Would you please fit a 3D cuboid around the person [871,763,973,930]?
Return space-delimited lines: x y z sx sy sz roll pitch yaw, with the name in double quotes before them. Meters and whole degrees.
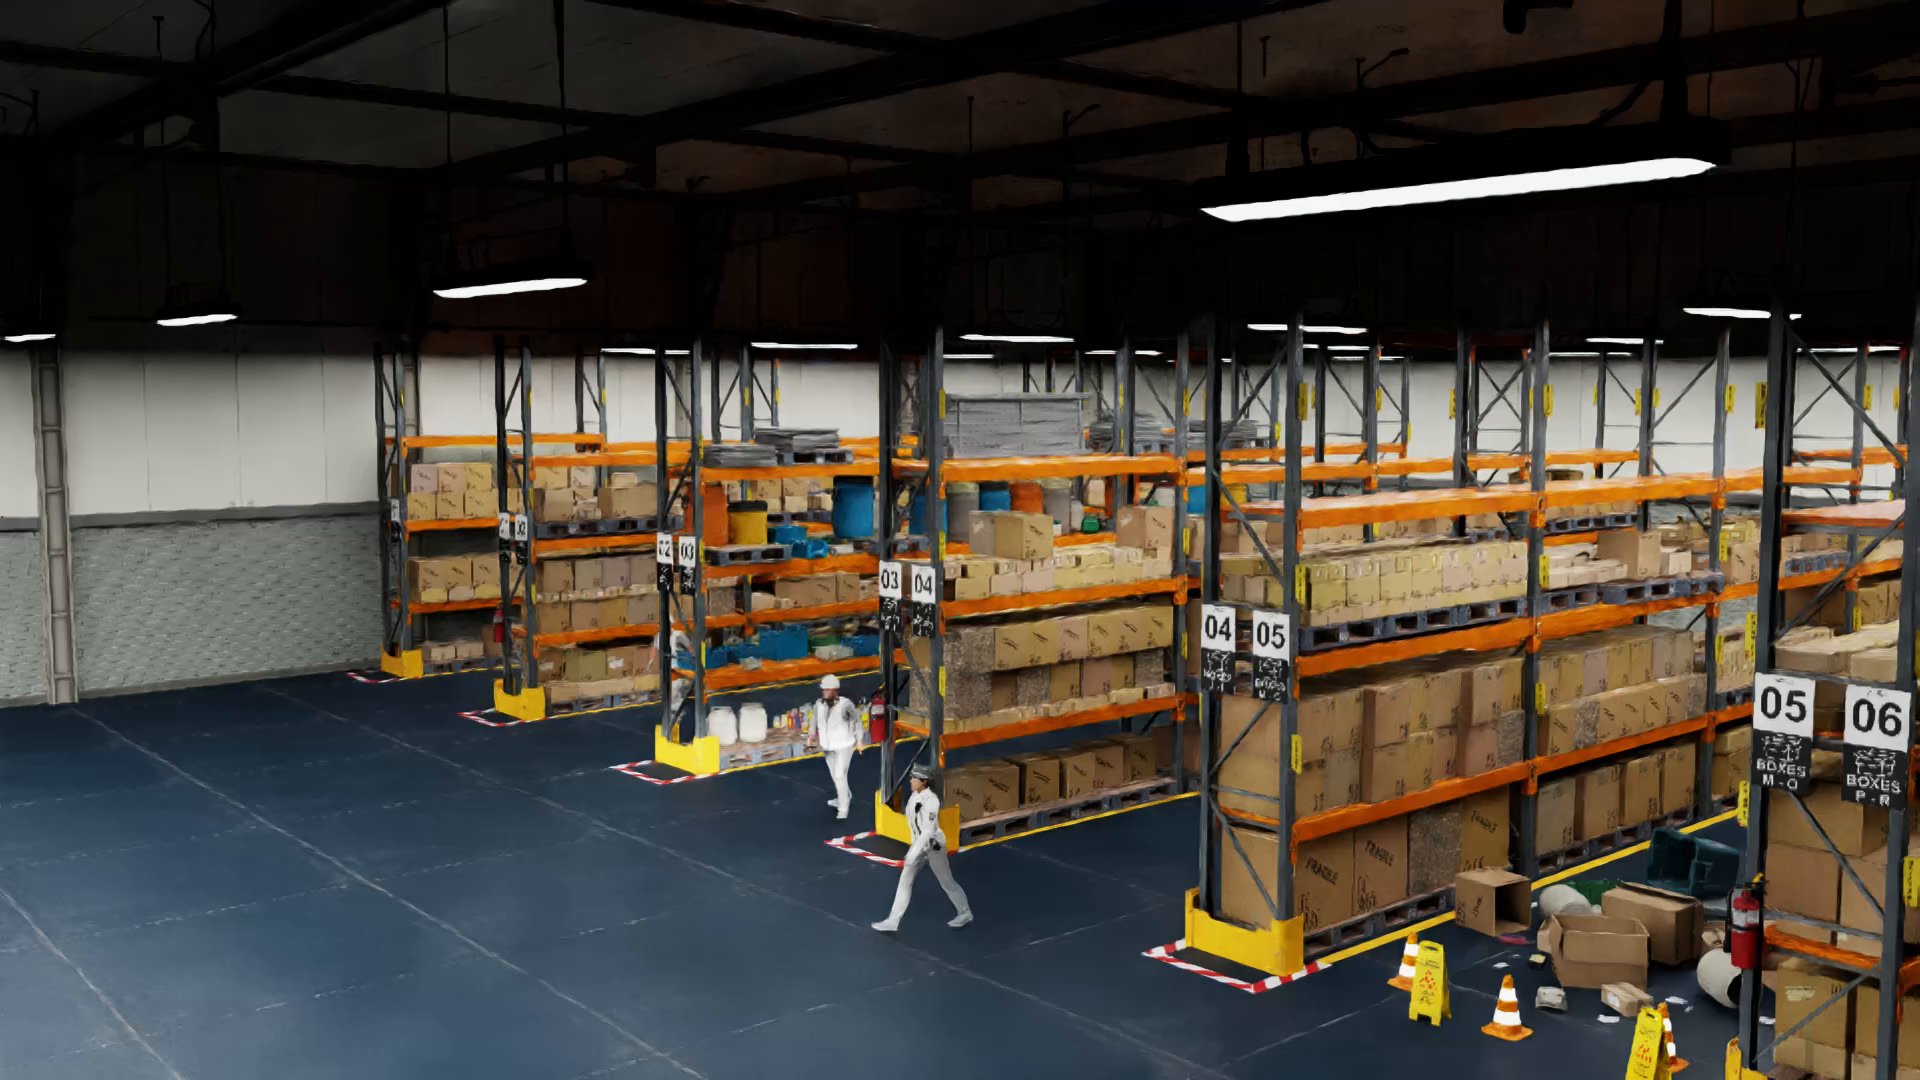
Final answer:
"person" -0.337 2.905 15.781 0.996 1.621 0.482 -3 6 -31

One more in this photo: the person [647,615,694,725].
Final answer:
"person" -4.415 1.974 25.538 0.678 1.725 0.789 3 6 30

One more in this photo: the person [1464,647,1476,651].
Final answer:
"person" 6.940 2.265 22.660 1.106 1.644 0.546 -5 7 -43

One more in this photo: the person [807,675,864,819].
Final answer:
"person" -1.481 2.468 20.208 0.675 1.715 0.842 3 6 32
